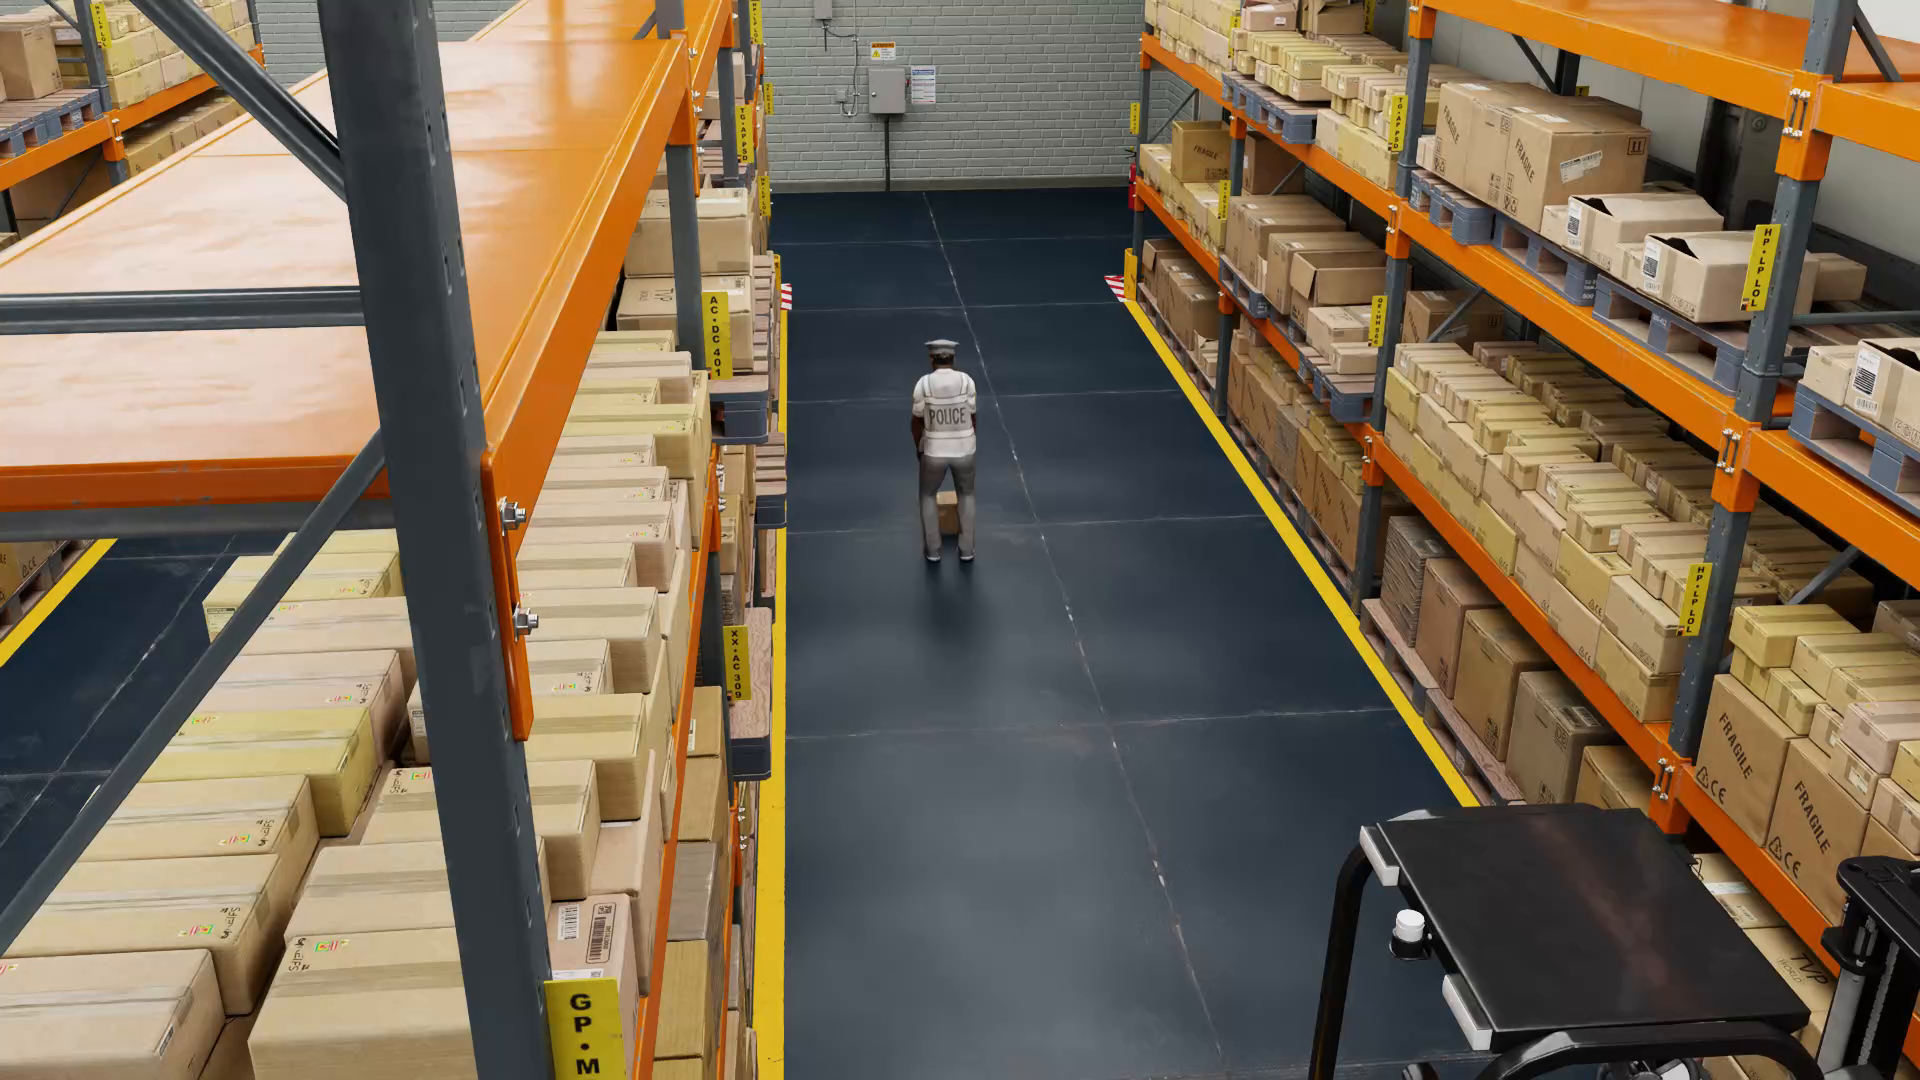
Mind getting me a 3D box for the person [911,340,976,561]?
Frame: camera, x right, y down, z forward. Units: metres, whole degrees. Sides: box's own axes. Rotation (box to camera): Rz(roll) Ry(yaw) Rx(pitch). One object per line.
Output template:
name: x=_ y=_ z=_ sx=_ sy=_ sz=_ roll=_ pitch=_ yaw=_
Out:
person: x=-0.115 y=-0.624 z=11.806 sx=0.465 sy=1.604 sz=0.479 roll=-2 pitch=24 yaw=-4
